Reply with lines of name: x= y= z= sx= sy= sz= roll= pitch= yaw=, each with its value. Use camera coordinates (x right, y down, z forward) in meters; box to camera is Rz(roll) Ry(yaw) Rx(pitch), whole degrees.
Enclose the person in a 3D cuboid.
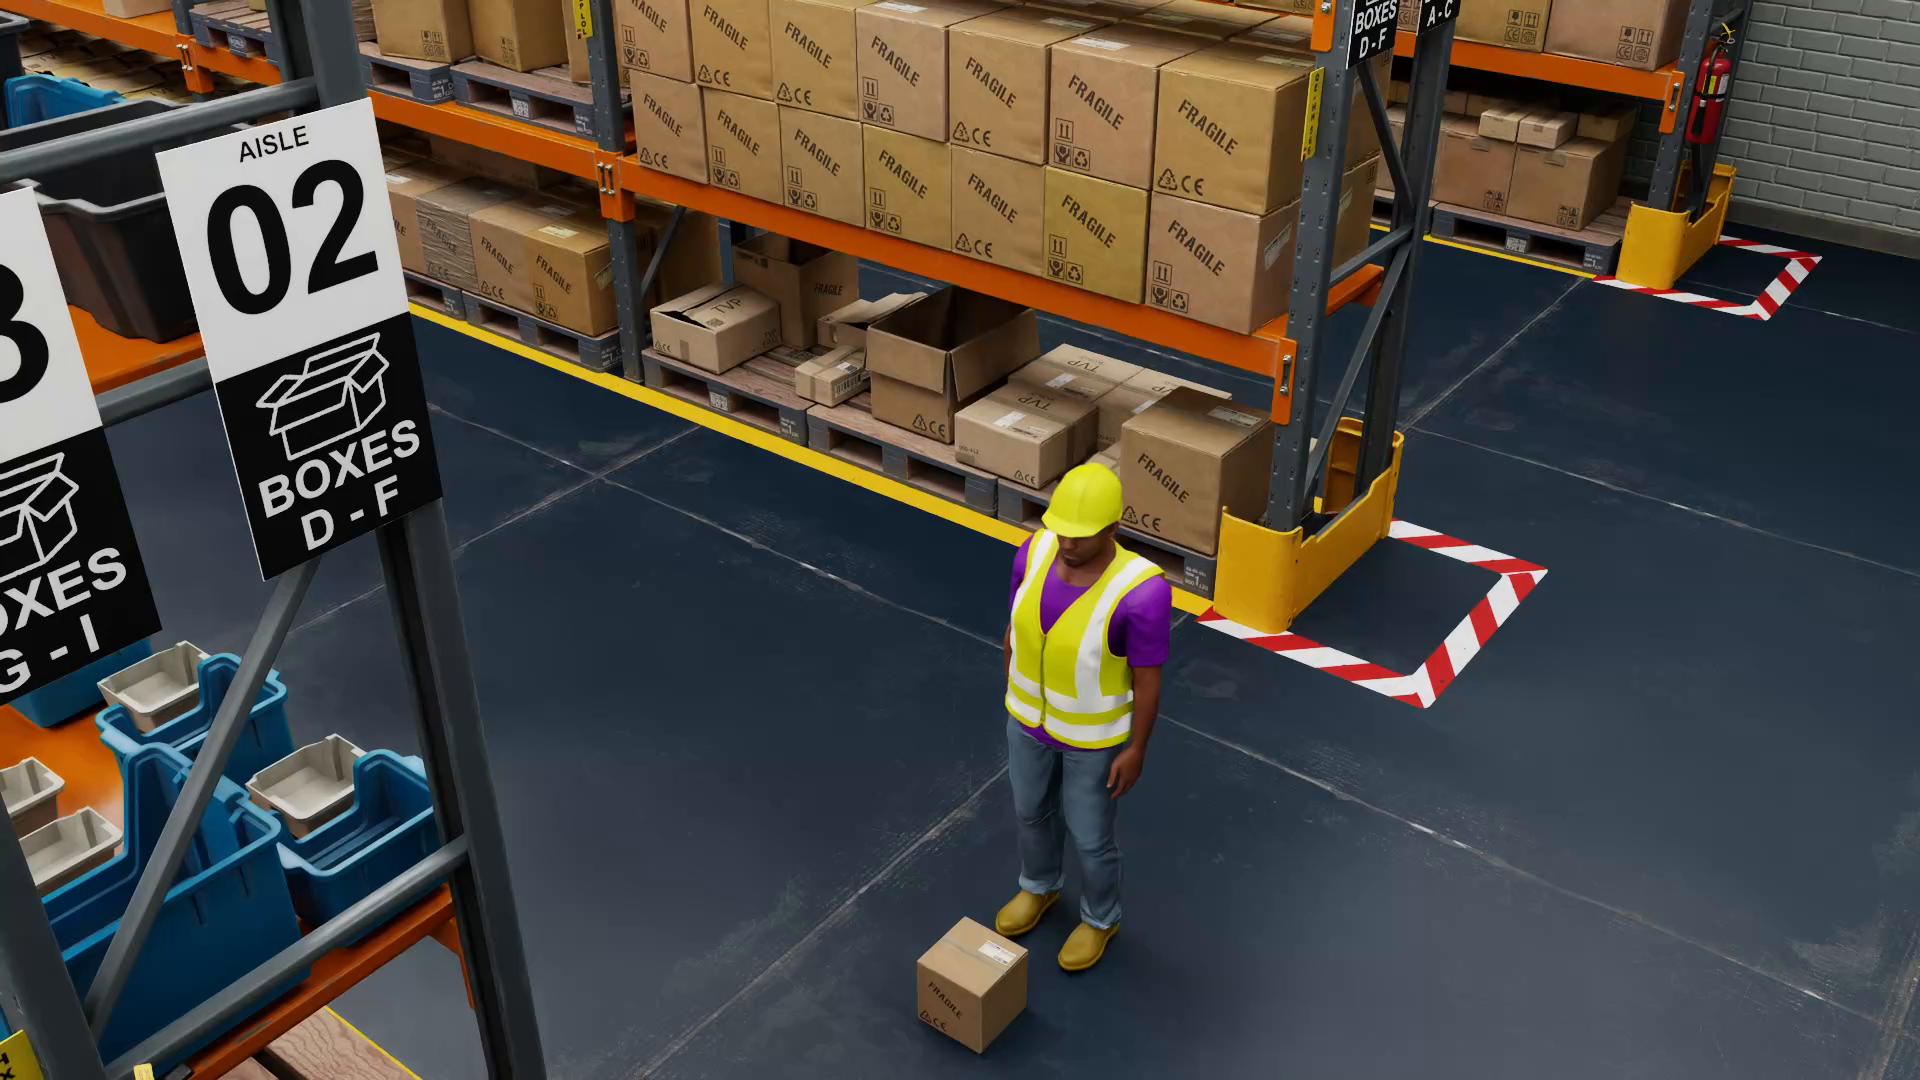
person: x=-6.364 y=-1.320 z=8.332 sx=15.653 sy=1.762 sz=2.992 roll=22 pitch=37 yaw=32
